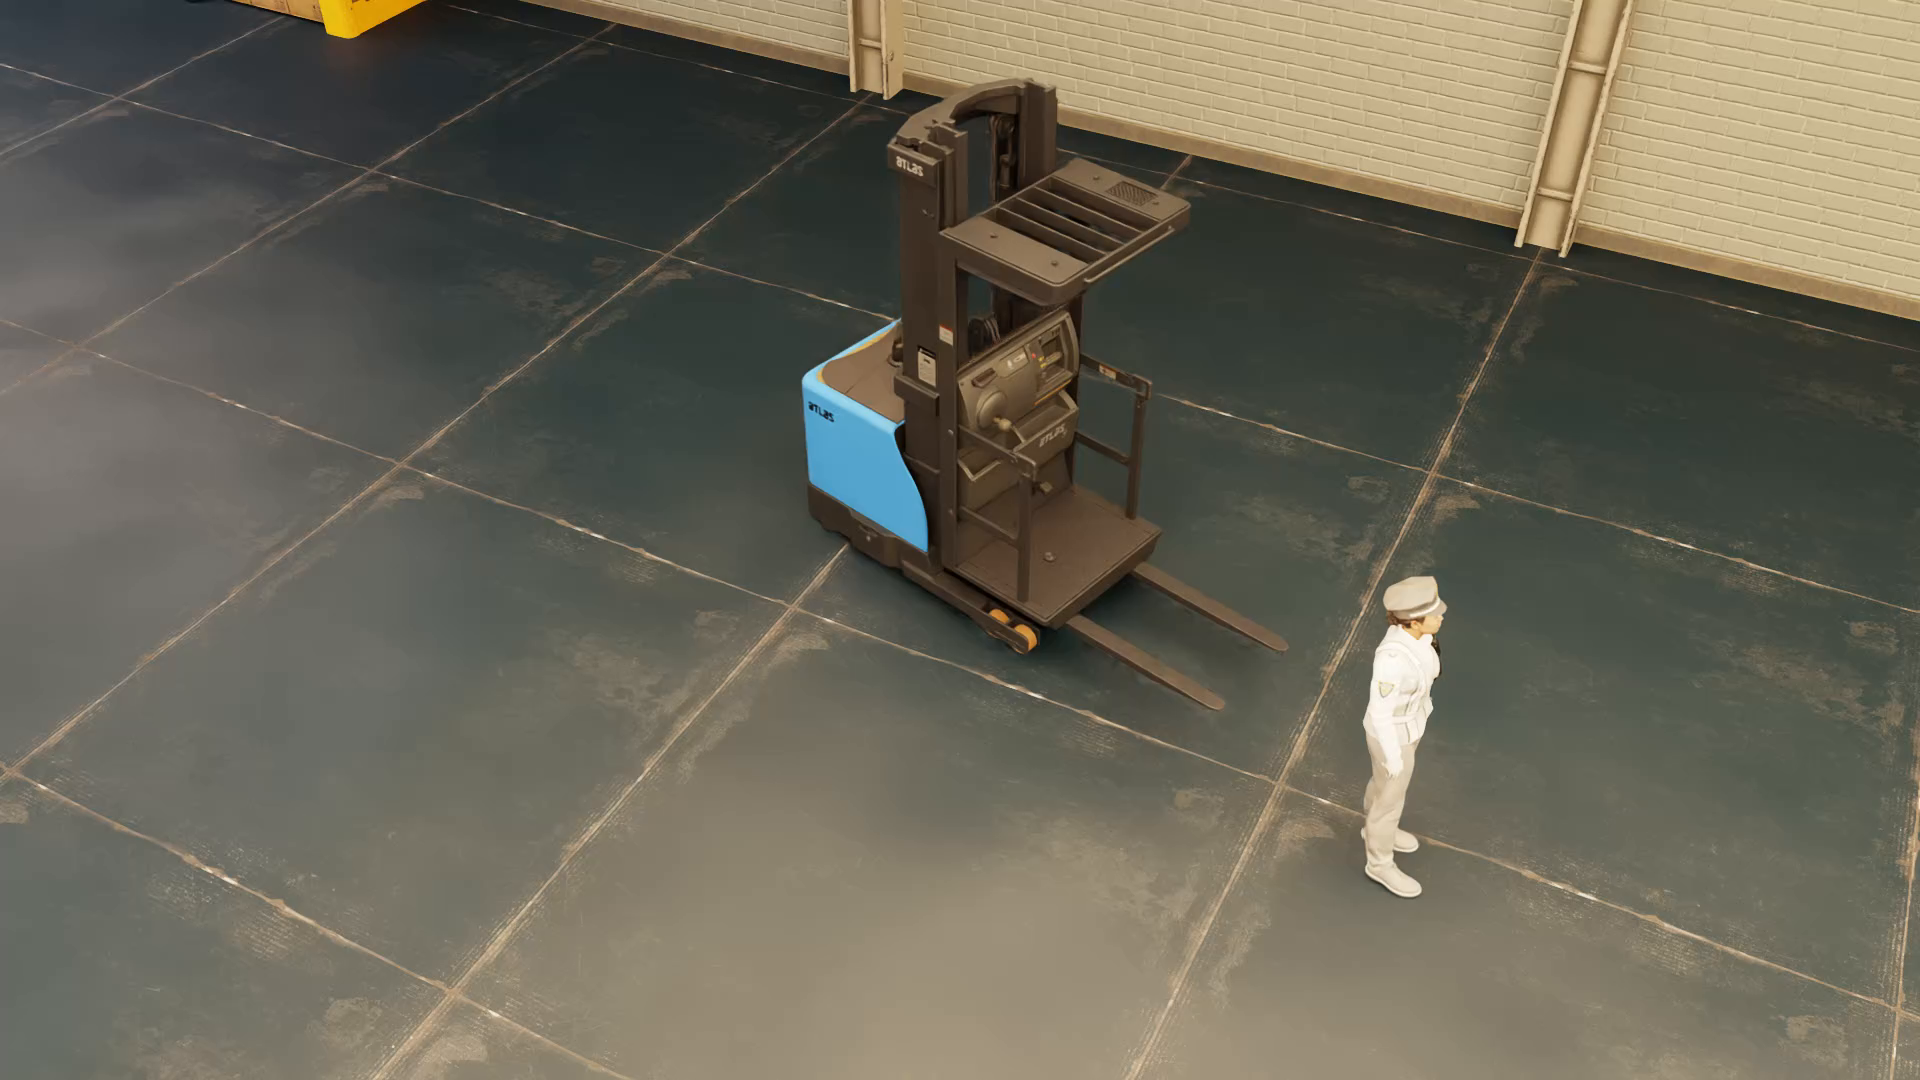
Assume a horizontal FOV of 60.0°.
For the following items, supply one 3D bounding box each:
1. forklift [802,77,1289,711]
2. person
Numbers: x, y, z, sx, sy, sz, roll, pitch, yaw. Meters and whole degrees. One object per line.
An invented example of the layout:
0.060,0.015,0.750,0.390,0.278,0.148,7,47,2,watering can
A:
0.483,-0.857,9.004,3.031,2.935,1.130,30,49,31,forklift
2.135,0.895,7.879,0.514,1.702,0.575,18,43,20,person
